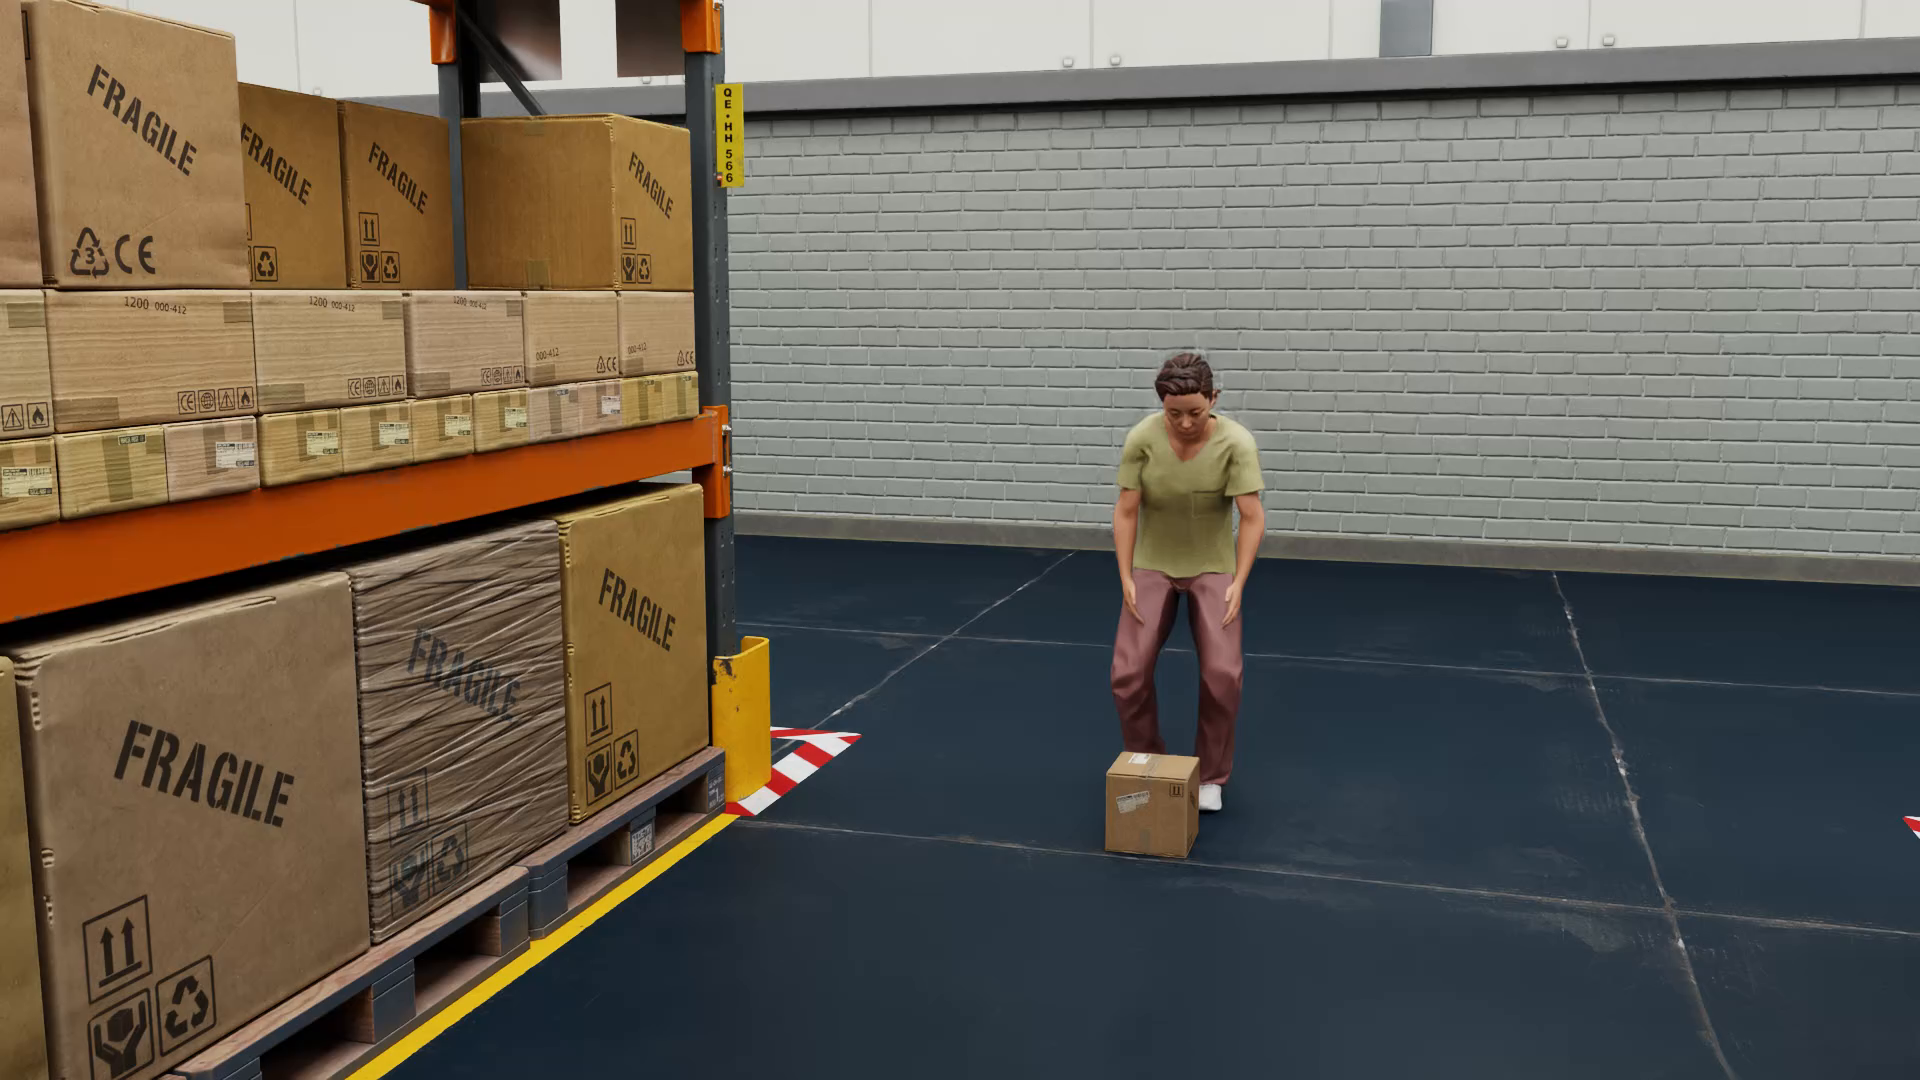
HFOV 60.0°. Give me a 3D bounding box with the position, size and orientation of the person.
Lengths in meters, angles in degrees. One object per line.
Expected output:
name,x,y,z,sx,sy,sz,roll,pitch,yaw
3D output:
person,0.753,0.138,5.486,0.498,1.515,0.533,3,9,17
